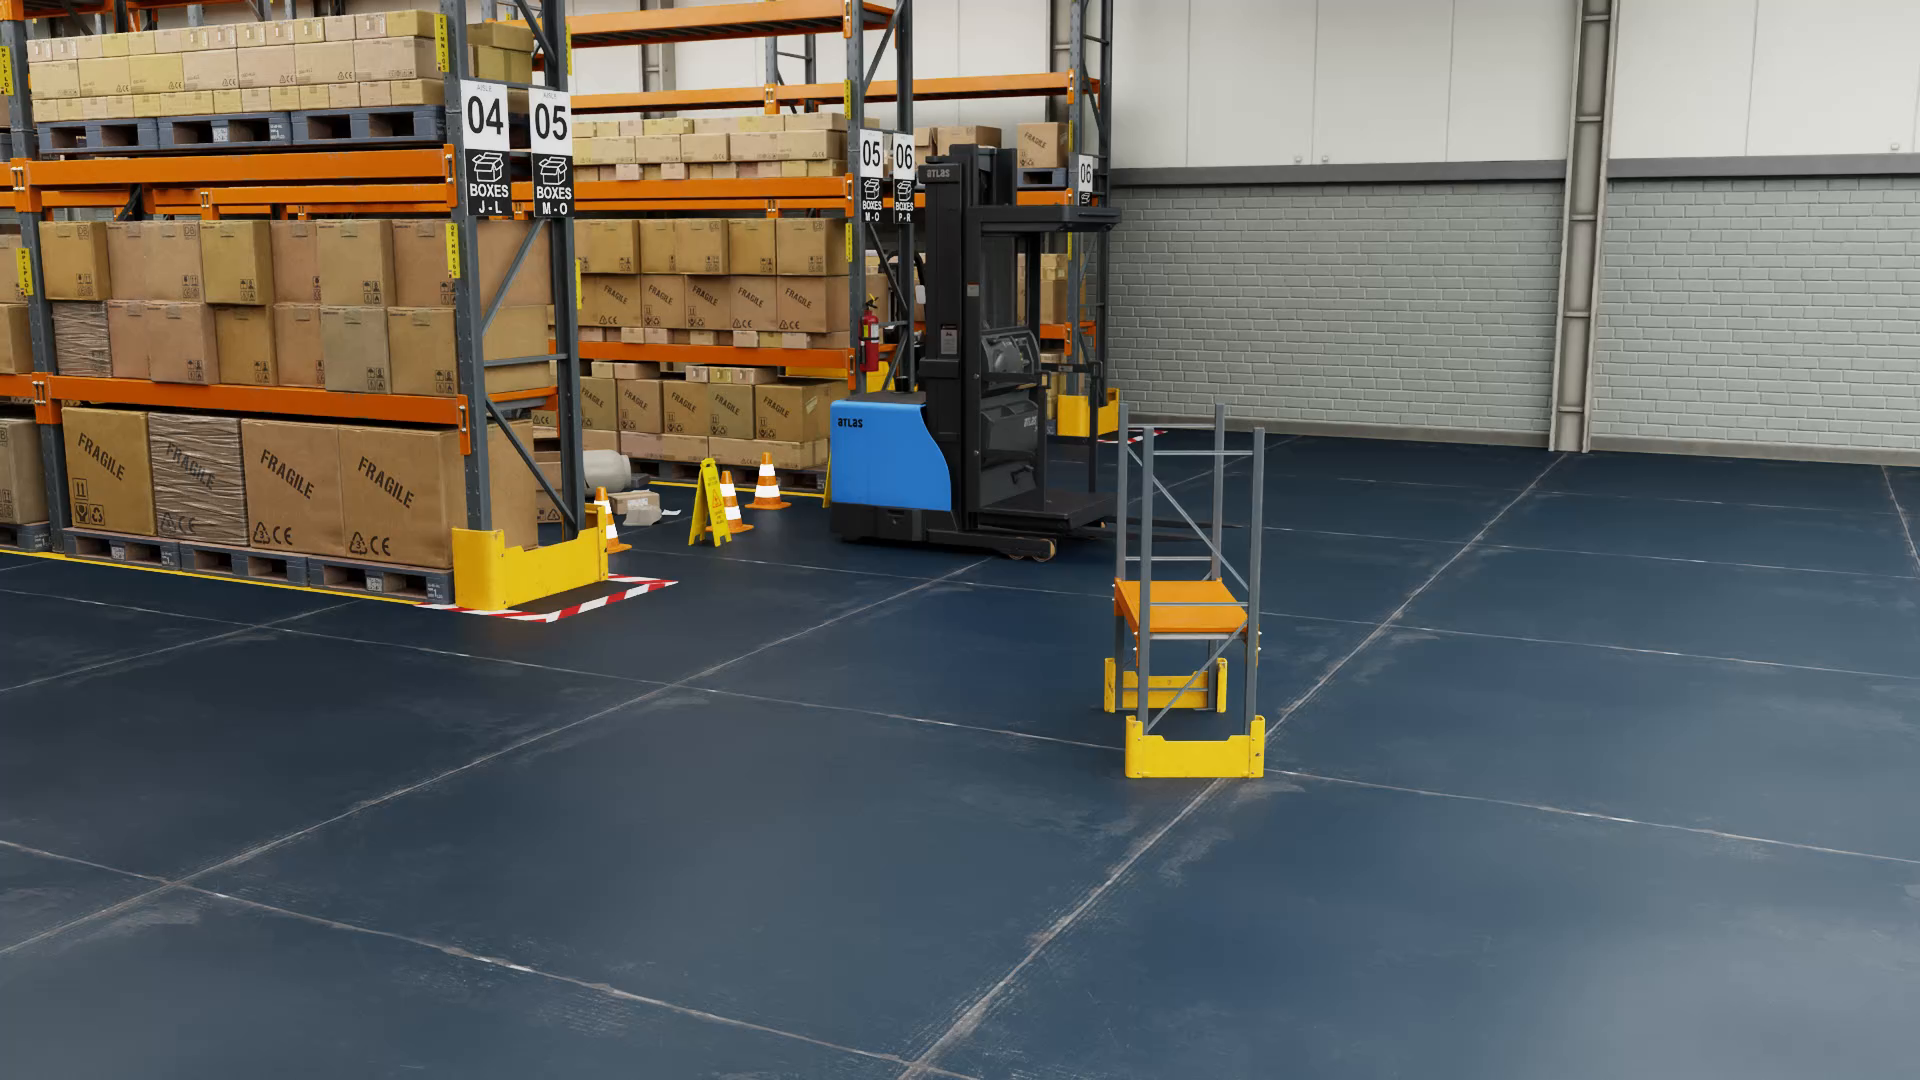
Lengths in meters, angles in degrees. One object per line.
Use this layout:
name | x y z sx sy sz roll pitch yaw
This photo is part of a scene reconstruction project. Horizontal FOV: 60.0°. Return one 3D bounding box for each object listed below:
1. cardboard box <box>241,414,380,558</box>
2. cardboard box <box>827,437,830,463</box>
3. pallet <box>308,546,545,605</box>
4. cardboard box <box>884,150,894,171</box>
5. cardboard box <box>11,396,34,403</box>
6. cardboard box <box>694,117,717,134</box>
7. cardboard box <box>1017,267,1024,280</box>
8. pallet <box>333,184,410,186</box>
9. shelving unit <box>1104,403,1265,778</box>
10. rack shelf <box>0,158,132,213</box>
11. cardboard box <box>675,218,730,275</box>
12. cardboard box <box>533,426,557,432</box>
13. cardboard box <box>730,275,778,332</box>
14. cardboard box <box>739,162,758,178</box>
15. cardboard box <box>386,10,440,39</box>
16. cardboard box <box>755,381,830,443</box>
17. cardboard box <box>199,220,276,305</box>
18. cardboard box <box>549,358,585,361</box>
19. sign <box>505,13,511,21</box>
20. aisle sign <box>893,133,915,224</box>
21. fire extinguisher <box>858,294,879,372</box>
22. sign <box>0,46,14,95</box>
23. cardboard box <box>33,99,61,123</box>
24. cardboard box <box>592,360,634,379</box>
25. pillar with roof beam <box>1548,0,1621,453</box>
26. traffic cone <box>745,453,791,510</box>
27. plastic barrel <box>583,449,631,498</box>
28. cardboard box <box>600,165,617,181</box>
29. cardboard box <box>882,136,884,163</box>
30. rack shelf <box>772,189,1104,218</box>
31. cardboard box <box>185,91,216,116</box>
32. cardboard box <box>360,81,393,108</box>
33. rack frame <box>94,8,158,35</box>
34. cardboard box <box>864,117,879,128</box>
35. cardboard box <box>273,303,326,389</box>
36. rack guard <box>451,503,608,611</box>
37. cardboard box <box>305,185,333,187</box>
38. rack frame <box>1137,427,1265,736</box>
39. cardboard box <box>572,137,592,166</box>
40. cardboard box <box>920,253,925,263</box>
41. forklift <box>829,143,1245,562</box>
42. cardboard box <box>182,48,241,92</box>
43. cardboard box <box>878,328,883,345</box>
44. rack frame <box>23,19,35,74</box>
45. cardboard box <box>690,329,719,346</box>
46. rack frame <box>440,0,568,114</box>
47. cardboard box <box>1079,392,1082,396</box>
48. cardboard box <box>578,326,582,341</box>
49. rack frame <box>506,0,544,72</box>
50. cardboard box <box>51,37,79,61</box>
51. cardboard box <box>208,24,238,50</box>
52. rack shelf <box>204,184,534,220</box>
cardboard box | -4.224 -0.413 11.376 0.875 0.875 0.875 5 11 25
cardboard box | -1.298 -0.900 15.821 0.500 0.250 0.500 5 11 25
pallet | -3.549 0.182 11.133 1.213 0.211 1.003 5 11 26
cardboard box | -0.895 -4.547 19.926 0.258 0.266 0.396 5 11 24
cardboard box | -10.867 -2.009 20.195 0.875 0.875 0.875 5 12 28
cardboard box | -2.227 -3.780 15.236 0.250 0.149 0.380 5 11 24
cardboard box | 0.818 -3.098 19.322 0.250 0.149 0.380 5 12 27
pallet | -5.723 -3.784 17.321 1.003 0.211 1.213 5 11 26
shelving unit | 1.004 0.182 7.512 0.587 1.500 1.083 0 10 0
rack shelf | -8.178 -2.735 13.015 4.000 0.370 1.077 5 11 26
cardboard box | -2.206 -2.696 15.282 0.500 0.500 0.700 5 11 25
cardboard box | -3.875 -1.018 16.472 0.500 0.250 0.500 4 11 23
cardboard box | -1.753 -2.173 15.198 0.500 0.500 0.500 5 11 26
cardboard box | -1.800 -3.346 15.076 0.250 0.149 0.380 5 11 26
cardboard box | -3.249 -3.113 10.091 0.250 0.149 0.380 5 11 26
cardboard box | -1.531 -1.183 15.277 0.500 0.500 0.500 5 11 26
cardboard box | -4.622 -1.896 11.330 0.500 0.550 0.875 5 11 26
cardboard box | -5.125 -2.349 22.773 0.625 0.625 0.875 5 12 28
sign | -5.910 -6.725 21.775 0.005 0.325 0.100 5 11 26
aisle sign | -0.505 -3.262 15.033 0.004 0.787 0.394 5 11 26
fire extinguisher | -0.799 -1.818 14.568 0.183 0.674 0.296 5 11 26
sign | -6.616 -3.253 11.523 0.005 0.325 0.100 5 11 26
cardboard box | -6.208 -2.980 11.598 0.250 0.149 0.380 5 11 25
cardboard box | -3.328 -1.646 16.018 0.250 0.149 0.380 6 12 28
pillar with roof beam | 4.746 -4.722 13.553 0.400 9.000 9.100 5 11 26
traffic cone | -1.654 -0.518 14.293 0.334 0.463 0.336 5 11 26
plastic barrel | -3.220 -0.592 14.811 0.512 0.421 0.421 -4 11 -23
cardboard box | -3.191 -3.462 15.719 0.250 0.149 0.380 5 11 24
cardboard box | -1.030 -3.569 15.192 0.500 0.250 0.500 5 11 25
rack shelf | -0.298 -4.011 20.068 4.000 0.370 1.077 5 11 26
cardboard box | -4.844 -2.861 10.936 0.250 0.149 0.380 5 11 27
cardboard box | -3.471 -2.740 10.271 0.250 0.149 0.380 5 11 26
rack frame | -12.853 -6.944 25.832 0.127 3.000 1.000 5 11 26
cardboard box | -0.926 -3.744 15.037 0.250 0.149 0.380 5 11 25
cardboard box | -4.099 -1.340 11.289 0.550 0.550 0.875 5 11 26
rack guard | -2.775 0.092 10.818 0.348 0.500 1.175 5 11 26
cardboard box | -6.491 -3.980 17.586 0.637 0.503 0.797 5 11 26
rack frame | 1.007 0.274 7.003 0.500 1.500 0.032 0 10 0
cardboard box | -3.545 -3.685 15.830 0.500 0.250 0.500 5 11 25
cardboard box | -0.297 -3.361 19.939 0.250 0.149 0.380 5 11 27
forklift | 0.560 -1.393 12.199 3.031 2.935 1.130 5 11 26
cardboard box | -4.710 -3.057 10.904 0.500 0.250 0.500 5 11 26
cardboard box | -0.910 -1.875 15.371 0.250 0.149 0.380 5 11 26
rack frame | -11.459 -5.836 19.709 0.127 3.000 1.000 5 11 26
cardboard box | -2.305 -1.900 15.510 0.250 0.149 0.380 5 11 25
rack frame | -2.797 -4.092 10.072 0.127 3.000 1.000 5 11 26
cardboard box | 1.142 -1.655 19.994 0.500 0.250 0.500 5 11 26
cardboard box | -3.643 -2.026 16.209 0.250 0.149 0.380 5 11 26
rack frame | -5.679 -6.314 22.349 0.127 3.000 1.000 5 11 26
cardboard box | -5.979 -3.353 11.417 0.250 0.149 0.380 5 11 25
cardboard box | -4.617 -3.233 10.755 0.250 0.149 0.380 5 11 26
rack shelf | -6.078 -3.533 17.427 4.000 0.370 1.077 5 11 26
